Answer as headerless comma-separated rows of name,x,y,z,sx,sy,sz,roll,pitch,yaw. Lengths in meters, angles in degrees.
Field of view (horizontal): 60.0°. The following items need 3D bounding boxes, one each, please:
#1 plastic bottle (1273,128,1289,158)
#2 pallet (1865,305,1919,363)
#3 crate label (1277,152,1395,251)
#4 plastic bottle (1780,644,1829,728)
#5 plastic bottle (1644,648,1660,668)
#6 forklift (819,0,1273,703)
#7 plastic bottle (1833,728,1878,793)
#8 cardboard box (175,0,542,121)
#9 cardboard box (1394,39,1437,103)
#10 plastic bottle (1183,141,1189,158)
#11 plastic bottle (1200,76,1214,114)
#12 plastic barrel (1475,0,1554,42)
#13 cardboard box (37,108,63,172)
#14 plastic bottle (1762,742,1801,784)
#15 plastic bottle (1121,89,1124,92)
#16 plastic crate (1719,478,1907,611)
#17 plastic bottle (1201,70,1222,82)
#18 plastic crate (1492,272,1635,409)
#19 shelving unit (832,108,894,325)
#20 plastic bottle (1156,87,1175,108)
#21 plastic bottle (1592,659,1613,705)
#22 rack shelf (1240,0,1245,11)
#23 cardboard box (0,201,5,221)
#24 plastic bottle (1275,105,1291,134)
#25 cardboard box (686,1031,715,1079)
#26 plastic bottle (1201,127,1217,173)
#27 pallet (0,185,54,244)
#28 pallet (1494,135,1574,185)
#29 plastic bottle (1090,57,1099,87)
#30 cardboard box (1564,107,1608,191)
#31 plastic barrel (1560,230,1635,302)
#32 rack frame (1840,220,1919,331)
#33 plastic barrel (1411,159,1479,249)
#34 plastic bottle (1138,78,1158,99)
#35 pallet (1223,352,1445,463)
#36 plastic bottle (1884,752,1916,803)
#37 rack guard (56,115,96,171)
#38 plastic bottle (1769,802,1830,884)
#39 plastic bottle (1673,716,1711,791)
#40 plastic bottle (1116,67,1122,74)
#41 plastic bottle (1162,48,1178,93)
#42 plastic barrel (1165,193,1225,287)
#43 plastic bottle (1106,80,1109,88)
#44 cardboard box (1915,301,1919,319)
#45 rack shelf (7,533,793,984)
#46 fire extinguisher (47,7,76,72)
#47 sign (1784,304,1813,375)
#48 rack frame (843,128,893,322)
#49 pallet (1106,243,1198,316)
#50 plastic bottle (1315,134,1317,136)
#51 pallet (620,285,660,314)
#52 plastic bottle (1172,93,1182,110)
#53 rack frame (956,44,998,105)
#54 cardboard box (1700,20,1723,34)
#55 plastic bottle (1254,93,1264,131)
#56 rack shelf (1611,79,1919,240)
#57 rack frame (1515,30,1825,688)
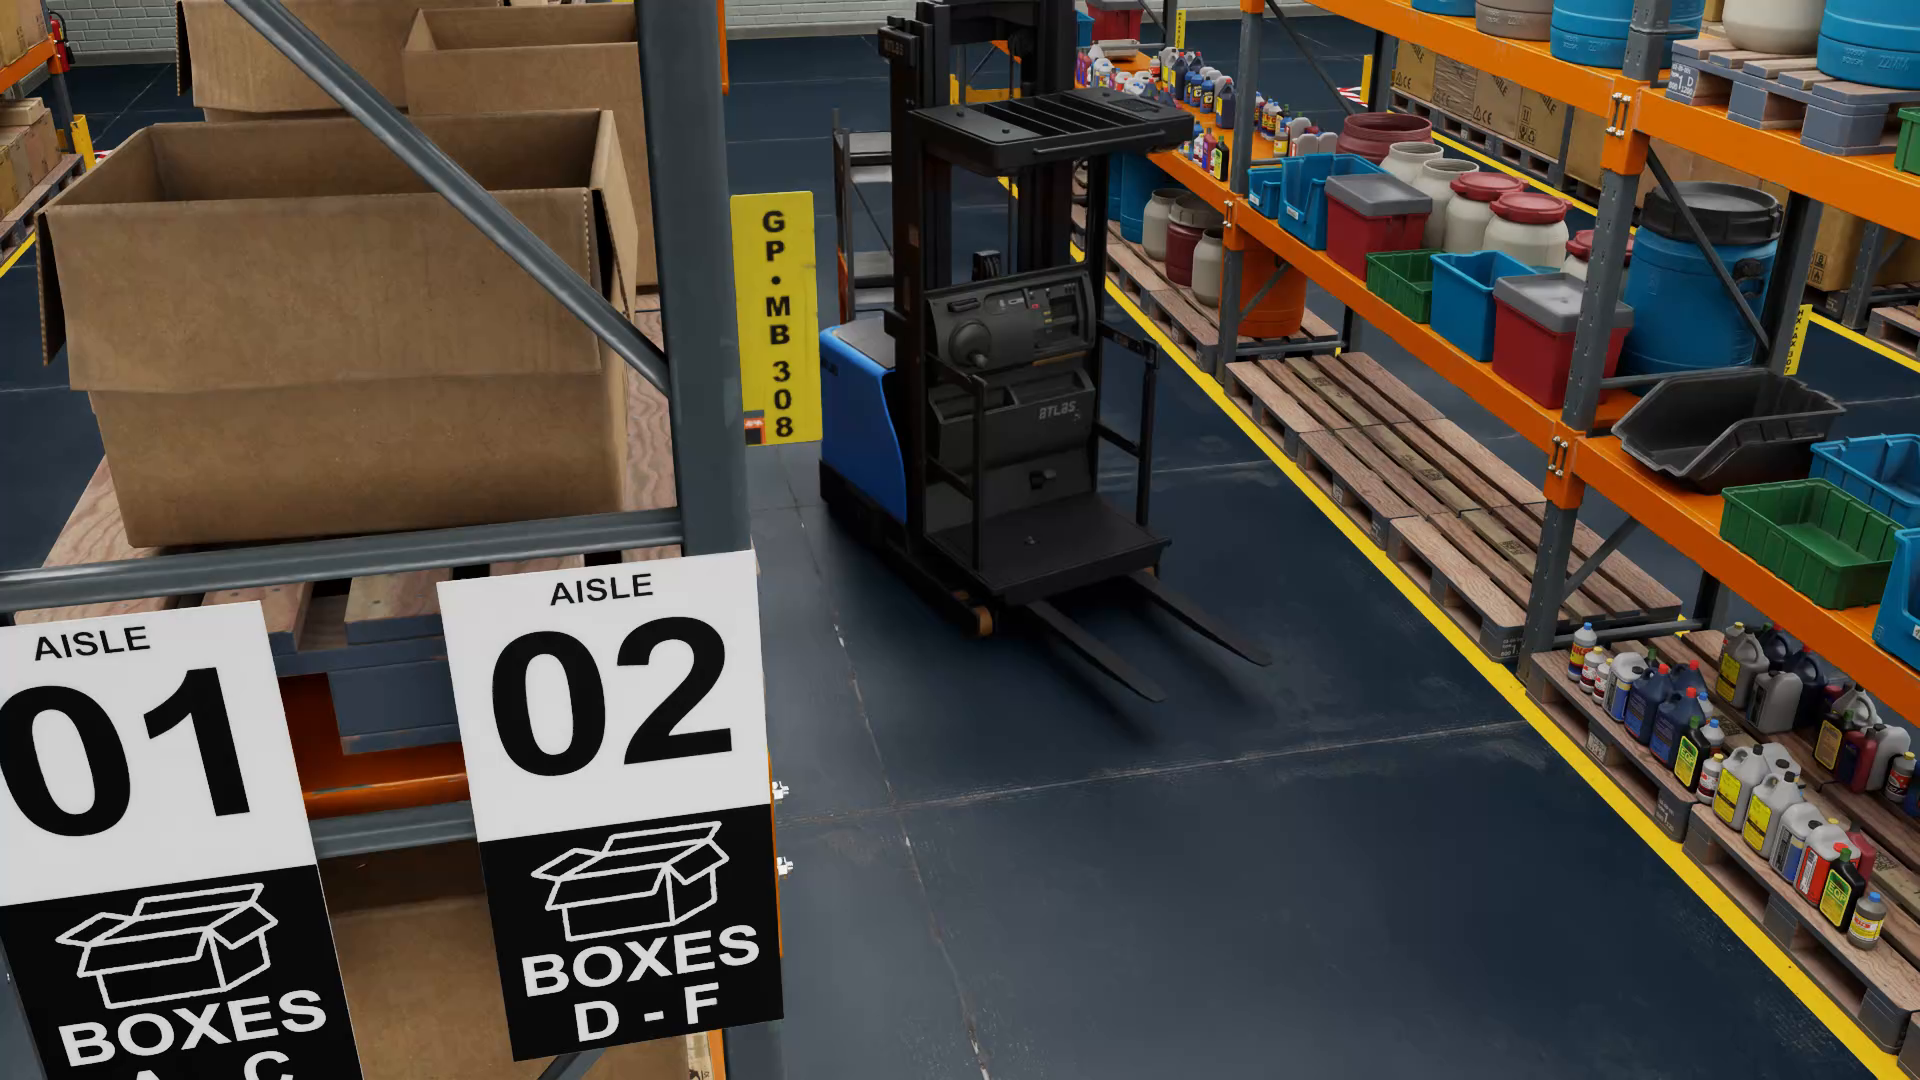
plastic bottle,2.251,-2.782,11.654,0.097,0.201,0.097,0,27,0
pallet,7.255,-1.381,11.751,1.003,0.211,1.213,-6,27,-12
crate label,2.215,-2.018,9.880,0.502,0.435,0.616,-6,27,-12
plastic bottle,3.626,0.614,7.156,0.144,0.351,0.185,-7,28,-14
plastic bottle,3.004,0.619,7.221,0.061,0.283,0.133,-6,27,-12
forklift,0.379,-1.057,8.091,1.130,2.935,3.031,-15,30,-27
plastic bottle,3.628,0.869,6.726,0.061,0.283,0.133,-6,27,-12
cardboard box,-1.422,-1.108,4.051,0.797,0.503,0.637,-3,27,-6
cardboard box,5.500,-5.447,18.605,0.875,0.875,0.875,-6,27,-12
plastic bottle,1.622,-2.793,11.676,0.097,0.201,0.097,0,27,0
plastic bottle,1.919,-3.461,12.920,0.097,0.271,0.097,0,27,0
plastic barrel,2.683,-2.761,7.506,0.600,0.901,0.600,0,27,0
cardboard box,-8.945,-3.746,15.651,0.700,0.500,0.500,-6,27,-12
plastic bottle,3.211,0.950,6.574,0.152,0.276,0.135,-6,27,-12
plastic bottle,1.295,-3.431,12.939,0.097,0.201,0.097,0,27,0
plastic crate,3.187,0.009,6.138,0.450,0.188,0.662,-6,27,-12
plastic bottle,1.984,-3.585,13.162,0.152,0.276,0.135,-6,27,-12
plastic crate,2.749,-0.920,7.672,0.402,0.464,0.583,-6,27,-12
shelving unit,-0.478,-1.419,9.729,0.431,2.100,0.503,-5,27,-9
plastic bottle,1.495,-3.154,12.224,0.144,0.351,0.185,-6,27,-12
plastic bottle,2.847,0.617,7.316,0.097,0.201,0.097,0,27,0
rack shelf,1.804,-4.362,12.032,1.077,0.370,4.000,-6,27,-12
cardboard box,-8.477,-2.847,13.870,0.700,0.500,0.500,-6,27,-12
plastic bottle,2.330,-3.004,12.003,0.061,0.283,0.133,-6,27,-12
cardboard box,-0.647,1.019,3.071,0.380,0.149,0.250,-6,27,-12
plastic bottle,1.696,-2.649,11.299,0.061,0.283,0.133,-6,27,-12
pallet,-8.672,-2.849,14.661,1.003,0.211,1.213,-6,27,-12
pallet,6.084,-3.822,16.587,1.003,0.211,1.213,-6,27,-12
plastic bottle,1.116,-3.810,13.612,0.097,0.271,0.097,0,27,0
cardboard box,6.343,-3.685,15.113,1.225,0.875,0.875,-6,27,-11
plastic barrel,3.155,-1.213,8.173,0.433,0.535,0.433,0,27,0
rack frame,7.081,-2.969,11.803,1.000,3.000,0.127,-6,27,-12
plastic barrel,2.790,-1.901,9.563,0.421,0.512,0.421,0,27,0
plastic bottle,1.424,-3.294,12.501,0.144,0.351,0.185,-6,27,-12
pallet,2.392,-0.877,10.753,1.003,0.211,1.213,-6,27,-12
plastic bottle,3.784,0.943,6.669,0.097,0.201,0.097,0,27,0
rack guard,-9.205,-3.866,16.355,1.175,0.500,0.348,-6,27,-12
plastic bottle,3.156,1.130,6.217,0.152,0.276,0.135,-7,28,-13
plastic bottle,2.973,0.863,6.739,0.061,0.283,0.133,-5,27,-9
plastic bottle,1.286,-3.751,13.574,0.097,0.201,0.097,0,27,0
plastic bottle,1.739,-3.815,13.534,0.144,0.351,0.185,-6,27,-12
plastic barrel,1.874,-2.286,12.659,0.600,0.588,0.708,-6,27,-12
plastic bottle,1.213,-3.591,13.257,0.097,0.201,0.097,0,27,0
cardboard box,7.251,-1.757,11.688,0.700,0.500,0.500,-7,28,-14
rack shelf,-1.220,-0.348,4.081,1.077,0.370,4.000,-6,27,-12
fire extinguisher,-8.784,-4.884,16.097,0.296,0.674,0.183,-6,27,-12
sign,3.695,-0.884,7.366,0.100,0.325,0.005,-6,27,-12
rack frame,-0.435,-1.311,9.515,0.400,2.100,0.015,-5,27,-9
pallet,1.765,-2.097,13.171,1.003,0.211,1.213,-6,27,-12
plastic bottle,2.451,-2.696,11.484,0.097,0.201,0.097,0,27,0
pallet,-1.181,-0.602,3.882,1.003,0.211,1.213,-6,27,-12
plastic bottle,1.589,-3.146,12.283,0.061,0.283,0.133,-6,27,-12
rack frame,0.452,-5.978,17.764,1.000,3.000,0.127,-6,27,-12
cardboard box,6.266,-4.102,13.937,0.500,0.500,0.500,-7,28,-13
plastic bottle,2.213,-3.192,12.388,0.097,0.271,0.097,0,27,0
rack shelf,3.607,-0.850,5.074,1.077,0.370,4.000,-6,27,-12
rack frame,3.156,-0.710,7.327,1.000,3.000,0.127,-6,27,-12
